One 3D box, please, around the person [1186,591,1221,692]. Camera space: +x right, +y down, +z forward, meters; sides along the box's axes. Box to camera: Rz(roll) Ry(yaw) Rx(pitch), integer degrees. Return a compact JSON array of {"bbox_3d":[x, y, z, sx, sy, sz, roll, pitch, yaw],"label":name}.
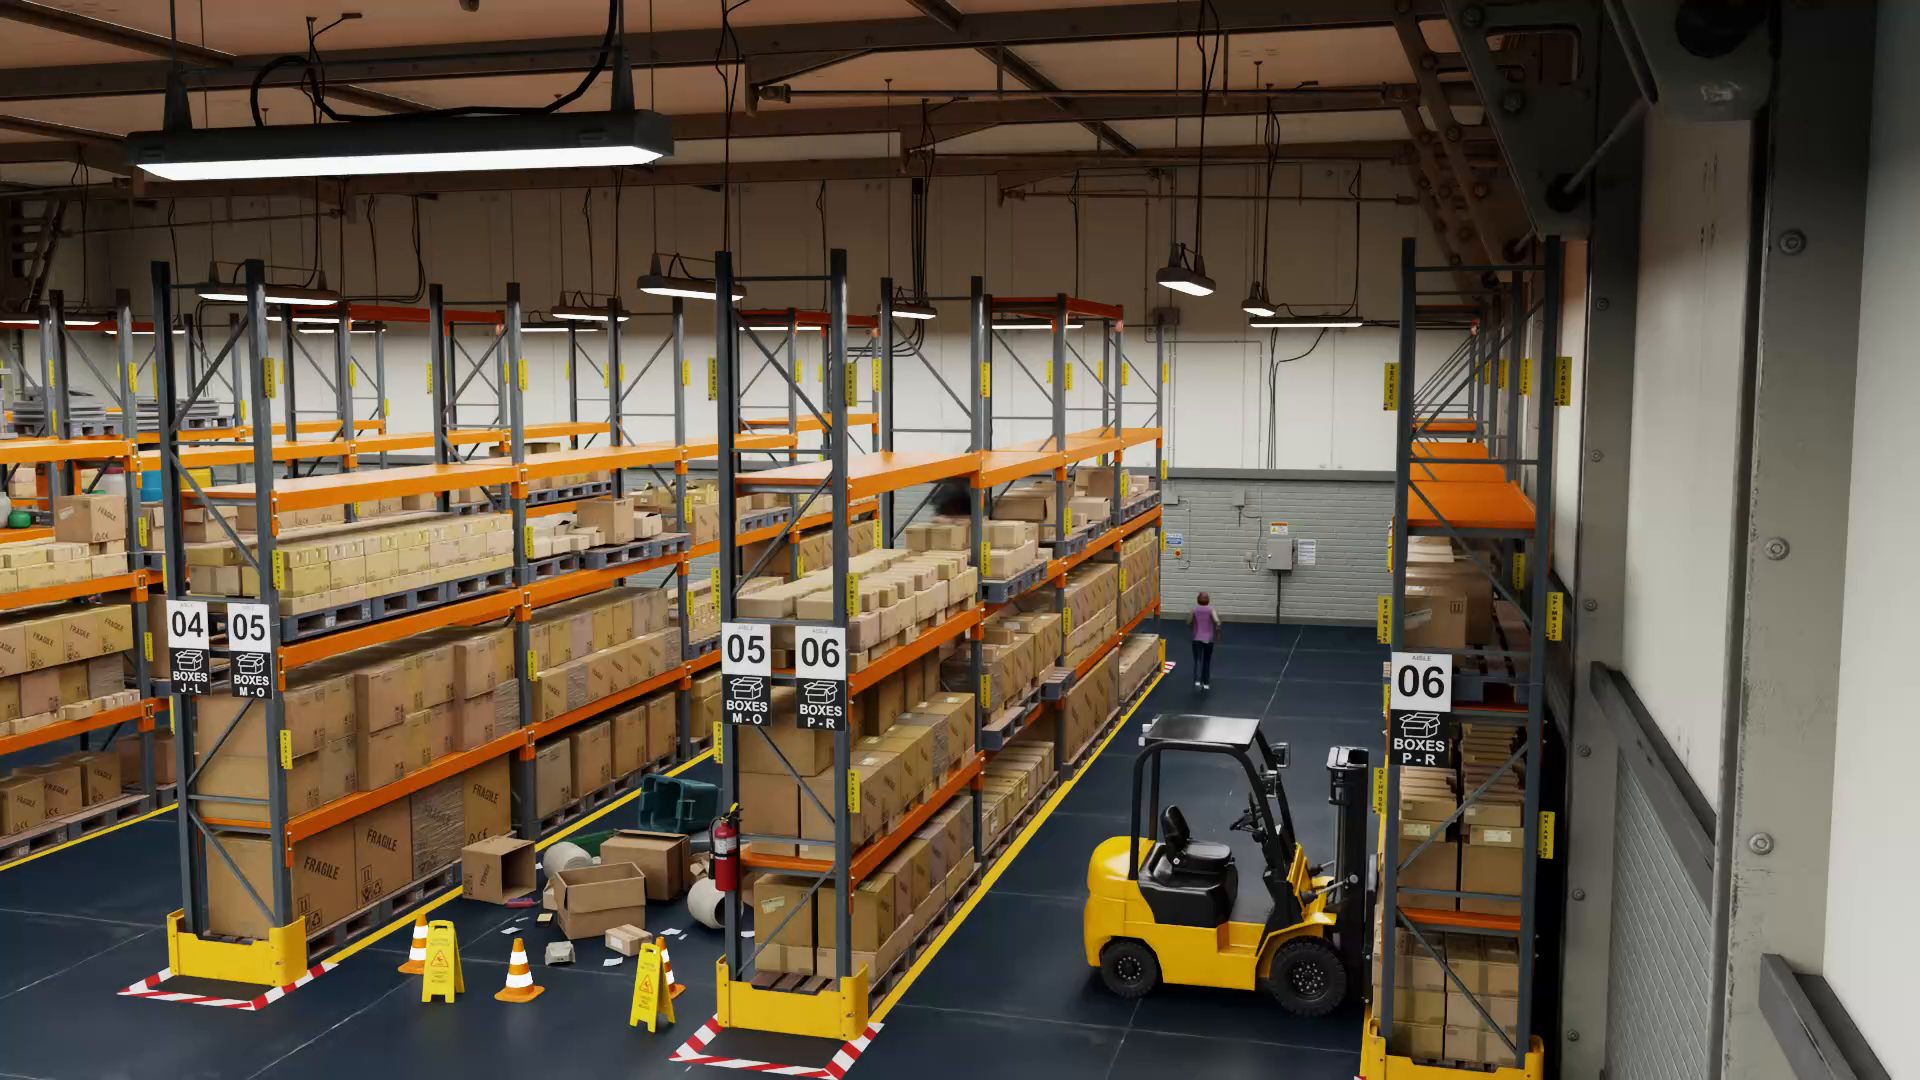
[{"bbox_3d":[3.807,1.603,26.046,0.547,1.597,0.817,1,6,11],"label":"person"}]
